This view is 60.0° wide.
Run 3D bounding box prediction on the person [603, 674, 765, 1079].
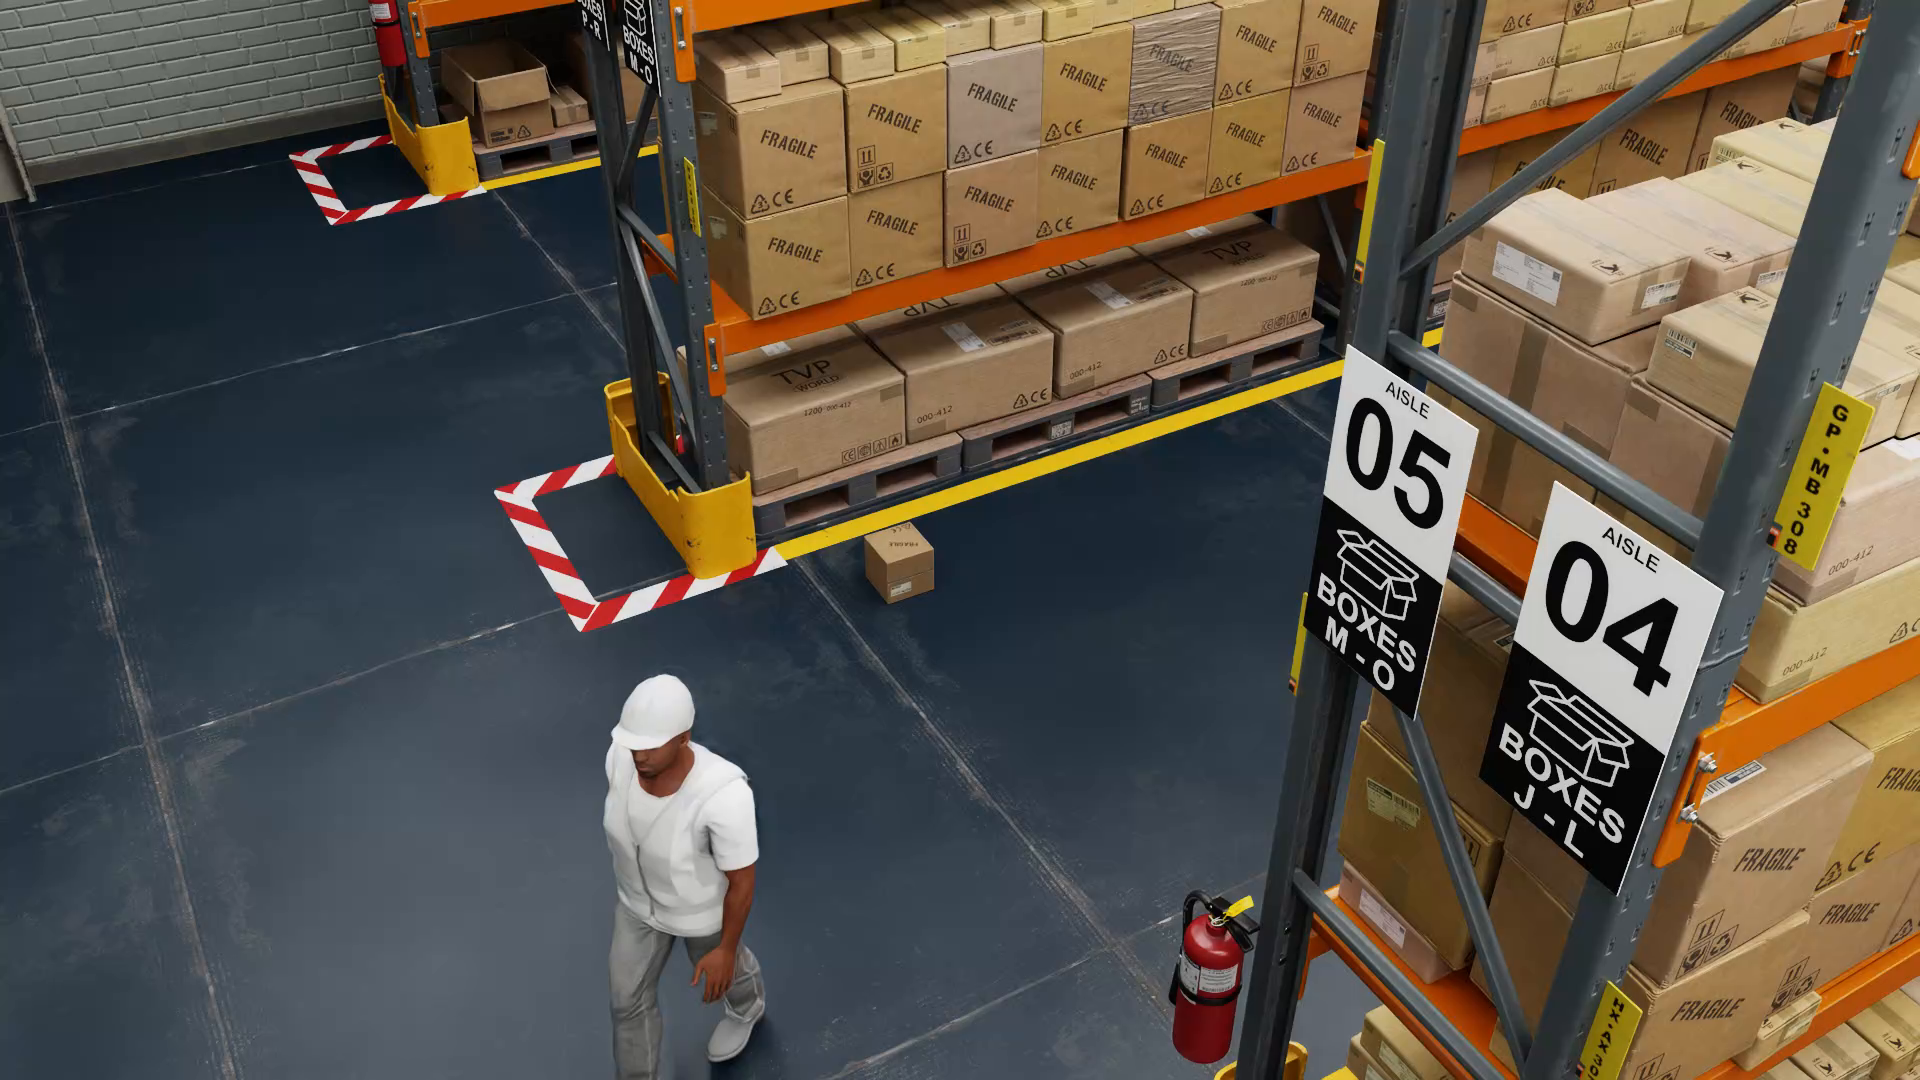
[{"bbox_3d":[-0.929,1.204,5.293,0.614,1.790,0.794,17,40,21],"label":"person"}]
